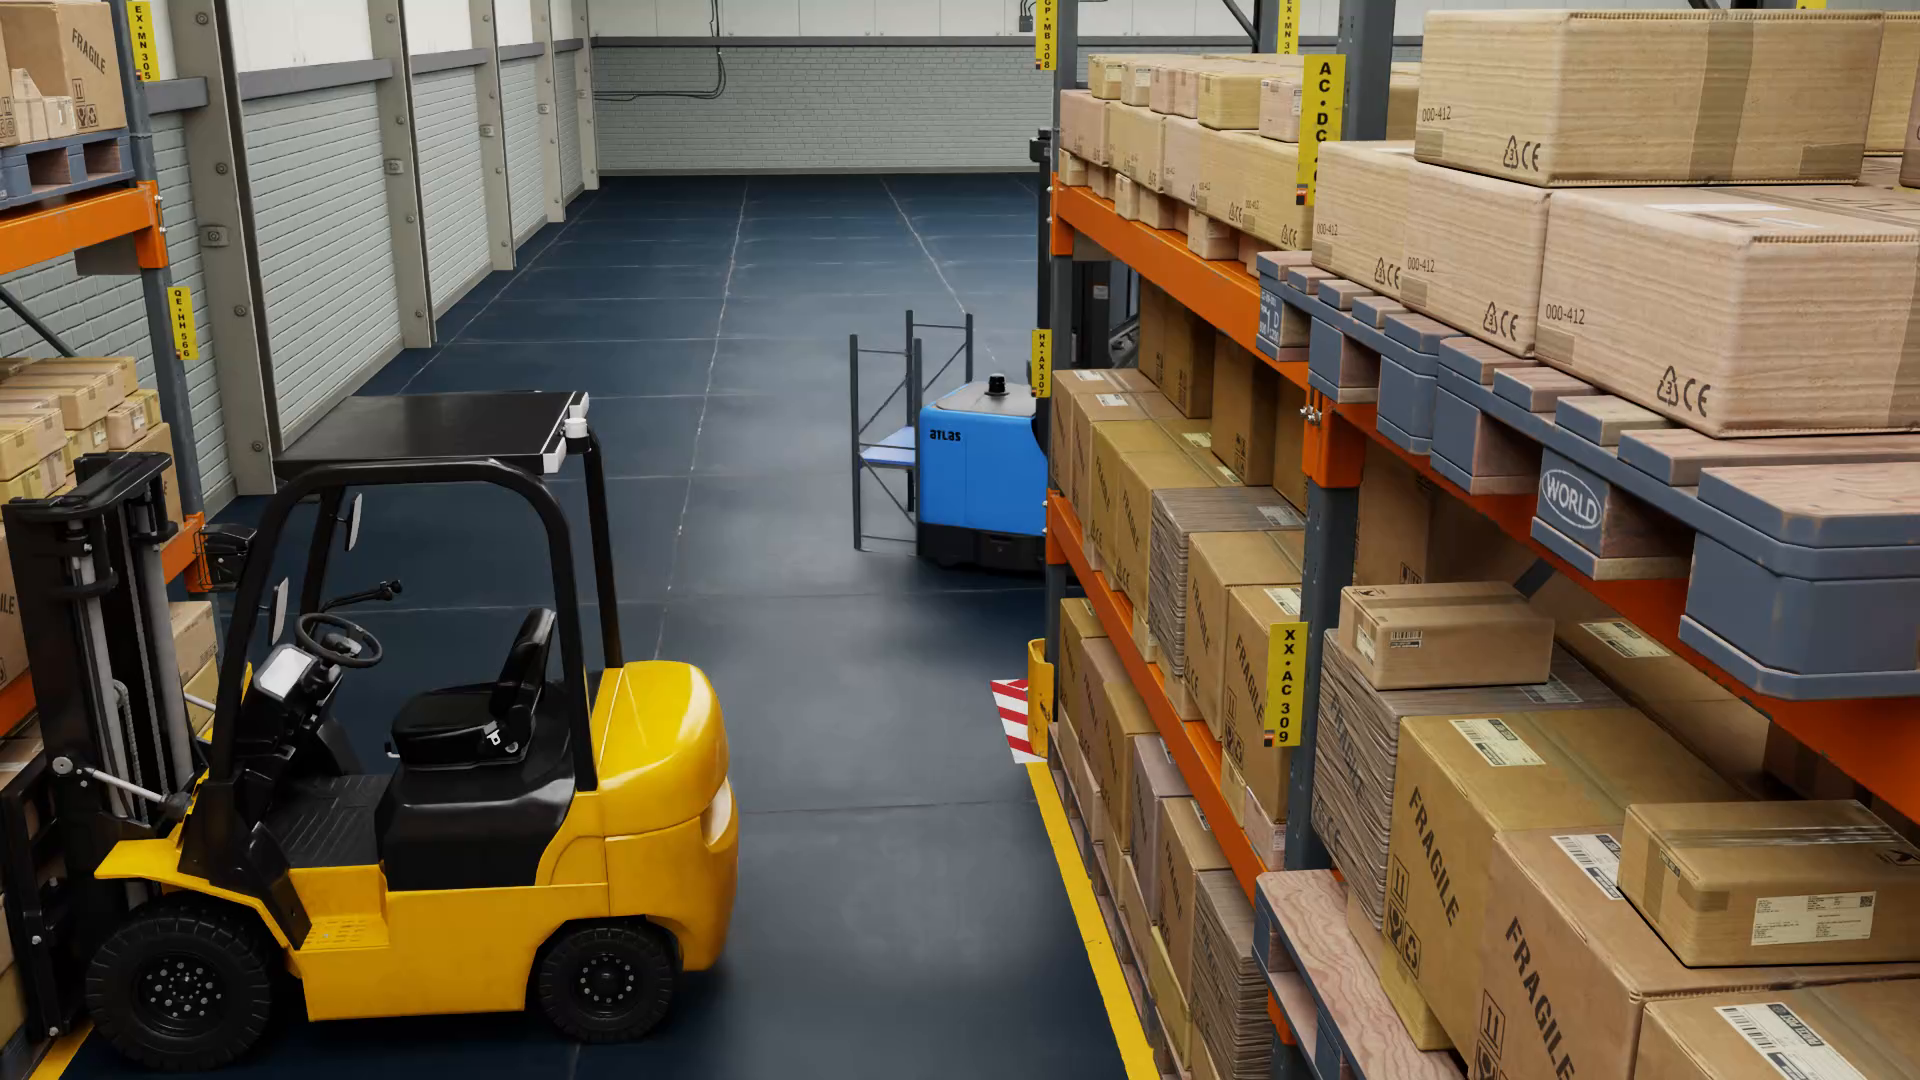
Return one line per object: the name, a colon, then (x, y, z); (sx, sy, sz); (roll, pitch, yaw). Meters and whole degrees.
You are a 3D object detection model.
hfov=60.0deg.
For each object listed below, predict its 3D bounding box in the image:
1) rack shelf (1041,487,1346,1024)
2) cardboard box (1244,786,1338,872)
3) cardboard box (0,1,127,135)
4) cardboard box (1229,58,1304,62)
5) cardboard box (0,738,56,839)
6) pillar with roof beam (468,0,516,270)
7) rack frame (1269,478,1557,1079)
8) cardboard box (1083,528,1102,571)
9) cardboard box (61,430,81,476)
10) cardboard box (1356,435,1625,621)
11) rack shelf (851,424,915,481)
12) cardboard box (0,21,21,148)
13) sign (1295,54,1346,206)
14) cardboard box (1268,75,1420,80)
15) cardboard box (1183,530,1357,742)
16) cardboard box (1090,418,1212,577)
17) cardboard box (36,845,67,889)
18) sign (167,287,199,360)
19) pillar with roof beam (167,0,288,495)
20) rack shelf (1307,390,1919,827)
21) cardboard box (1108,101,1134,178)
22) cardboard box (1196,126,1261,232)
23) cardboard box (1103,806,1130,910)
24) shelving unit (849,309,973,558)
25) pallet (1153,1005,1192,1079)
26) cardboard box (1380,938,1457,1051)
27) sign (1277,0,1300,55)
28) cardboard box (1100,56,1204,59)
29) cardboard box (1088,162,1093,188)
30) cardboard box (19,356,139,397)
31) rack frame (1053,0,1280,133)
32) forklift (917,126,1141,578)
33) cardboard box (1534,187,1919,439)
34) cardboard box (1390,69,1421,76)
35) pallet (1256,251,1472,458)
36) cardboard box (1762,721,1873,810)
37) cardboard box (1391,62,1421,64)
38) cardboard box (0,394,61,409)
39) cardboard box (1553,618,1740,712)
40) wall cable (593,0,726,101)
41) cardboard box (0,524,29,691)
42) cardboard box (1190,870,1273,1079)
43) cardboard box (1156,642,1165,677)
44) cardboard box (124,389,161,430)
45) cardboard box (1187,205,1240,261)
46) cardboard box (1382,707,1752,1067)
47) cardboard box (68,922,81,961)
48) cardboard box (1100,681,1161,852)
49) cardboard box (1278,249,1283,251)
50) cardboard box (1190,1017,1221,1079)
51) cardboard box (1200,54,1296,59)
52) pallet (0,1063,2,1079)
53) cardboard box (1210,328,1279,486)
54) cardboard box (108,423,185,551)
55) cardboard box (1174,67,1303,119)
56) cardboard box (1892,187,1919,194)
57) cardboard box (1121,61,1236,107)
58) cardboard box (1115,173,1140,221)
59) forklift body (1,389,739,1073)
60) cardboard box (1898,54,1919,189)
rack shelf: (1.136, 0.498, 6.284); (1.077, 0.370, 4.000); (-2, 18, -6)
cardboard box: (1.006, 0.784, 4.591); (0.380, 0.149, 0.250); (-2, 18, -6)
cardboard box: (-3.719, -1.889, 6.644); (0.500, 0.500, 0.500); (-1, 17, -4)
cardboard box: (1.266, -1.810, 6.516); (0.380, 0.149, 0.250); (-2, 18, -5)
cardboard box: (-3.485, 0.929, 5.931); (0.500, 0.250, 0.500); (-2, 18, -7)
pillar with roof beam: (-2.407, -8.409, 23.439); (9.100, 9.000, 0.400); (-2, 18, -6)
rack frame: (1.342, 0.751, 4.278); (1.000, 3.000, 0.127); (-2, 18, -6)
cardboard box: (0.726, 0.020, 7.025); (0.380, 0.149, 0.250); (-2, 17, -5)
cardboard box: (-3.657, -0.320, 6.440); (0.380, 0.149, 0.250); (-2, 18, -6)
cardboard box: (1.512, -0.054, 4.507); (0.700, 0.500, 0.500); (-2, 18, -6)
rack shelf: (-0.320, -0.597, 11.674); (0.538, 0.185, 1.000); (6, 18, 19)
cardboard box: (-3.713, -1.581, 5.662); (0.700, 0.500, 0.500); (-2, 18, -5)
sign: (0.803, -0.908, 3.690); (0.100, 0.325, 0.005); (-2, 18, -6)
cardboard box: (1.051, -1.184, 4.521); (0.380, 0.149, 0.250); (-1, 17, -4)
cardboard box: (0.989, 0.283, 5.103); (0.500, 0.500, 0.500); (-1, 17, -4)
cardboard box: (0.813, -0.175, 6.563); (0.500, 0.500, 0.500); (-2, 18, -7)
cardboard box: (-3.483, 1.174, 5.985); (0.500, 0.250, 0.500); (-2, 18, -6)
sign: (-3.466, -0.965, 7.413); (0.100, 0.325, 0.005); (-2, 18, -6)
pillar with roof beam: (-1.169, -4.834, 12.051); (9.100, 9.000, 0.400); (-2, 18, -6)
rack shelf: (1.548, 0.259, 2.038); (1.077, 0.370, 4.000); (-2, 18, -6)
cardboard box: (0.836, -1.481, 6.132); (0.500, 0.250, 0.500); (-1, 17, -4)
cardboard box: (0.976, -1.024, 4.678); (0.500, 0.250, 0.500); (-2, 18, -7)
cardboard box: (0.851, 1.234, 6.628); (0.500, 0.250, 0.500); (-1, 17, -2)
shelving unit: (-0.320, -0.768, 11.620); (0.538, 1.500, 1.048); (6, 18, 19)
pallet: (1.237, 1.882, 5.329); (1.003, 0.211, 1.213); (-2, 18, -6)
cardboard box: (1.102, 0.919, 3.459); (0.380, 0.149, 0.250); (-1, 17, -5)
sign: (1.483, -2.306, 7.528); (0.100, 0.325, 0.005); (-2, 18, -6)
cardboard box: (0.769, -1.870, 6.705); (0.380, 0.149, 0.250); (-2, 18, -6)
cardboard box: (0.757, -1.568, 7.075); (0.380, 0.149, 0.250); (-2, 18, -7)
cardboard box: (-3.761, -0.685, 7.106); (0.380, 0.149, 0.250); (-2, 18, -5)
rack frame: (0.929, -3.303, 7.175); (1.000, 3.000, 0.127); (-2, 18, -6)
forklift: (1.287, -1.203, 10.617); (3.031, 2.935, 1.130); (7, 19, 20)
cardboard box: (1.131, -0.322, 2.237); (0.500, 0.250, 0.500); (-2, 18, -6)
cardboard box: (1.484, -1.352, 5.056); (0.380, 0.149, 0.250); (-2, 18, -7)
pallet: (1.300, -0.404, 3.260); (1.213, 0.211, 1.003); (-2, 18, -6)
cardboard box: (1.698, 0.387, 2.990); (0.380, 0.149, 0.250); (-2, 18, -7)
cardboard box: (1.450, -1.585, 5.799); (0.380, 0.149, 0.250); (-1, 17, -4)
cardboard box: (-3.699, -0.459, 6.386); (0.380, 0.149, 0.250); (-2, 18, -5)
cardboard box: (1.618, 0.491, 3.740); (0.500, 0.500, 0.500); (-2, 18, -7)
wall cable: (-6.915, -11.289, 37.795); (3.097, 2.526, 0.112); (-2, 18, -6)
cardboard box: (-3.535, 0.261, 5.670); (0.500, 0.500, 0.500); (-2, 18, -5)
cardboard box: (1.014, 1.337, 5.050); (0.500, 0.500, 0.500); (-2, 18, -6)
cardboard box: (0.901, 0.405, 5.800); (0.380, 0.149, 0.250); (-2, 18, -7)
cardboard box: (-3.693, -0.549, 7.168); (0.380, 0.149, 0.250); (-2, 17, -5)
cardboard box: (0.914, -0.952, 5.114); (0.380, 0.149, 0.250); (-1, 17, -4)
cardboard box: (1.157, 0.659, 3.207); (0.500, 0.500, 0.500); (-2, 18, -5)
cardboard box: (-3.484, 1.407, 6.077); (0.500, 0.250, 0.500); (-1, 17, -4)
cardboard box: (0.842, 0.874, 6.523); (0.500, 0.500, 0.500); (-1, 17, -5)
cardboard box: (1.005, -0.645, 4.136); (0.380, 0.149, 0.250); (-2, 18, -5)
cardboard box: (1.014, 1.694, 5.161); (0.500, 0.250, 0.500); (-1, 17, -3)
cardboard box: (1.258, -2.041, 7.251); (0.380, 0.149, 0.250); (-2, 18, -5)
pallet: (-3.635, 1.997, 4.962); (1.003, 0.211, 1.213); (-2, 18, -6)
cardboard box: (1.312, -0.509, 5.959); (0.700, 0.500, 0.500); (-2, 18, -6)
cardboard box: (-3.696, -0.196, 7.126); (0.500, 0.500, 0.500); (-2, 18, -7)
cardboard box: (0.891, -1.413, 5.251); (0.380, 0.149, 0.250); (-2, 17, -5)
cardboard box: (1.645, -0.337, 2.283); (0.500, 0.250, 0.500); (-2, 17, -5)
cardboard box: (0.788, -1.641, 5.977); (0.380, 0.149, 0.250); (-1, 17, -4)
cardboard box: (0.778, -1.259, 6.090); (0.380, 0.149, 0.250); (-2, 17, -5)
forklift body: (-1.997, 0.627, 6.089); (2.313, 2.155, 1.214); (-2, 18, -6)
cardboard box: (1.656, -0.576, 2.210); (0.500, 0.250, 0.500); (-1, 17, -5)
